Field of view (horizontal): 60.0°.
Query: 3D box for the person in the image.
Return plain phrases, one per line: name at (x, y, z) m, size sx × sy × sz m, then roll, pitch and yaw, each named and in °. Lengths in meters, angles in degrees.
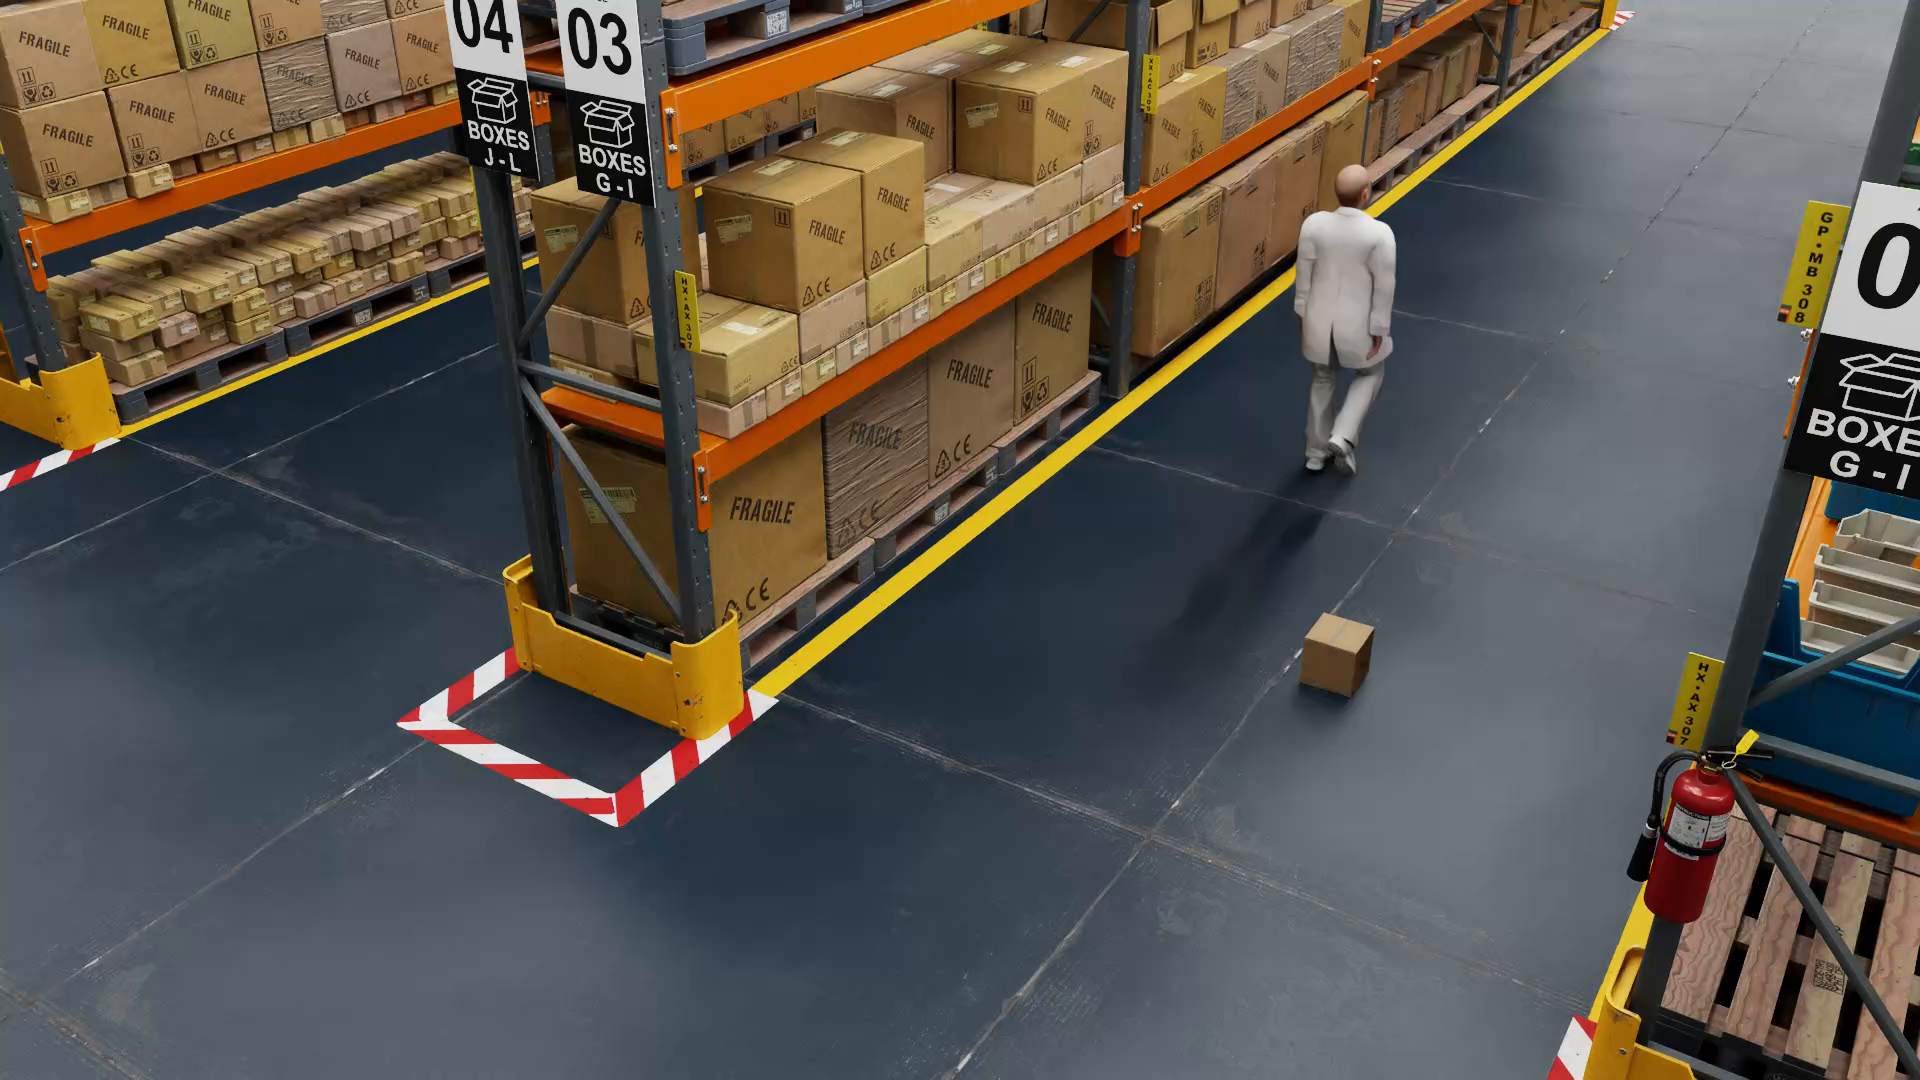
person at (2.111, -1.207, 9.190) m, size 0.574 × 1.783 × 0.535 m, roll 15°, pitch 33°, yaw 24°
